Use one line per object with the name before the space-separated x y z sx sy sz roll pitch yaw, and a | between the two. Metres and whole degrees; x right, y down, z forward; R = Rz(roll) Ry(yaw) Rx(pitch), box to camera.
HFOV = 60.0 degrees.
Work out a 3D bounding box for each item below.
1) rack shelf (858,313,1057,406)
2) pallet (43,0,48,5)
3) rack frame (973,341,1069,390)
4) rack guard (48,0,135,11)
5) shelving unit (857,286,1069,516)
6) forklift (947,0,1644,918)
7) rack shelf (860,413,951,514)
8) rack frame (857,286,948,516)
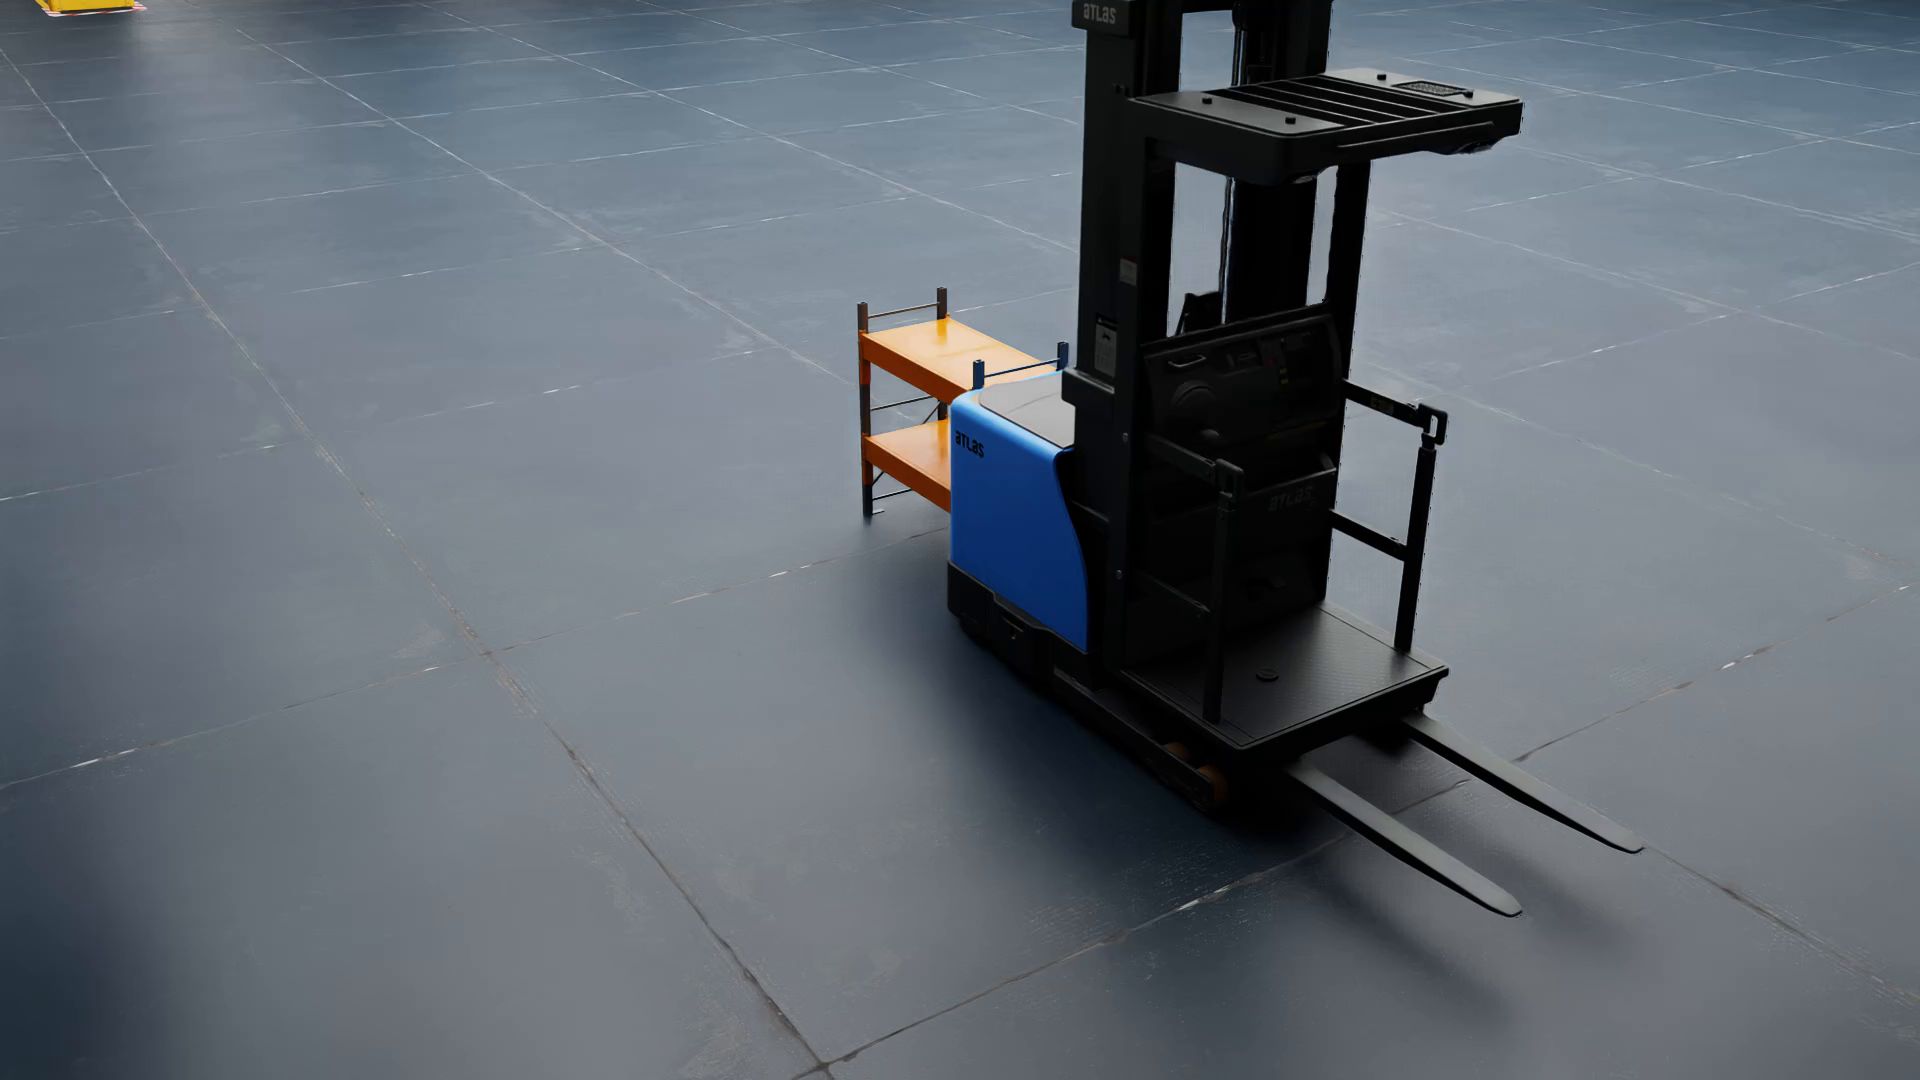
rack shelf | -0.004 -0.776 7.890 0.538 0.278 1.000 -16 29 -30
pallet | -13.850 -8.585 26.188 1.003 0.211 1.213 -16 29 -30
rack frame | 0.274 -0.329 7.630 0.500 1.125 0.032 -16 29 -30
rack guard | -13.384 -8.443 25.550 1.175 0.500 0.348 -16 29 -30
shelving unit | -0.004 -0.511 8.015 0.538 1.125 1.048 -16 29 -30
forklift | 1.174 -0.558 5.999 1.130 2.935 3.031 -16 30 -30
rack shelf | -0.004 -0.290 8.119 0.538 0.278 1.000 -16 29 -30
rack frame | -0.281 -0.693 8.400 0.500 1.125 0.032 -16 29 -30
